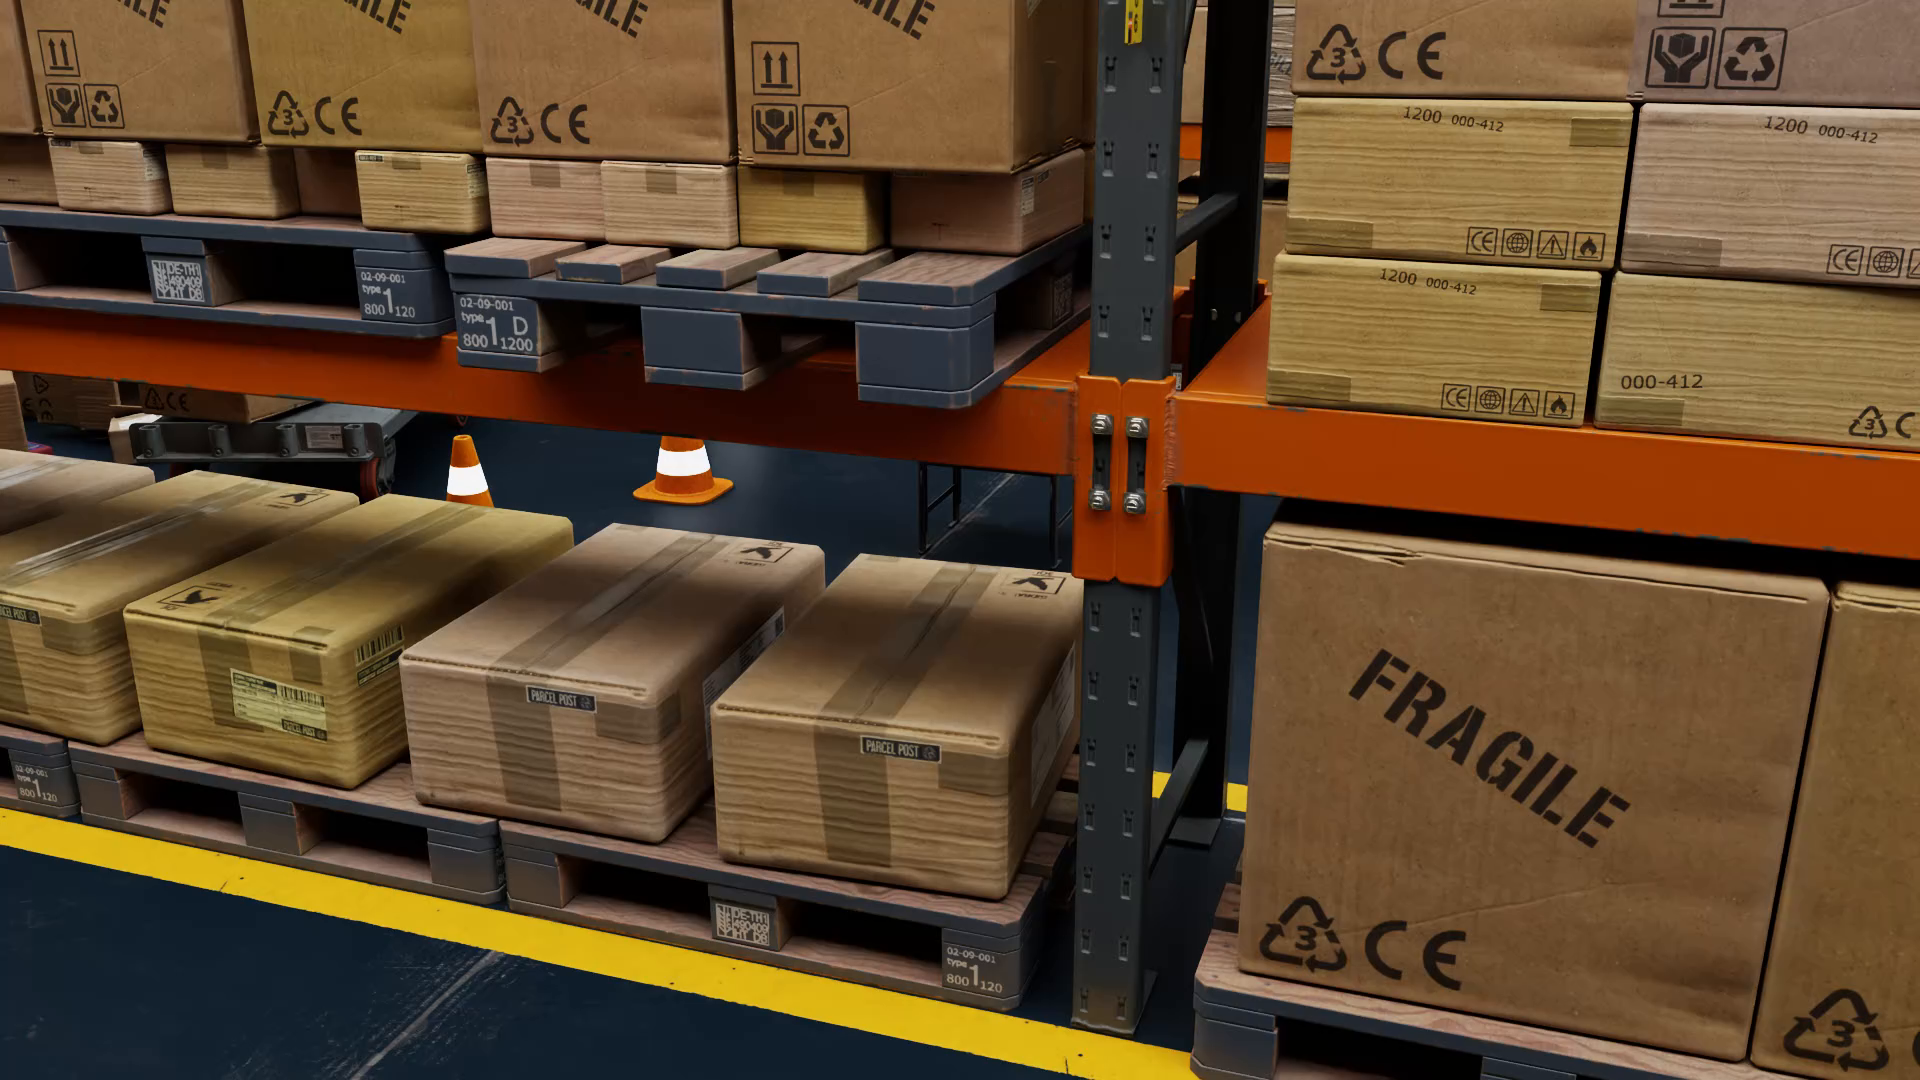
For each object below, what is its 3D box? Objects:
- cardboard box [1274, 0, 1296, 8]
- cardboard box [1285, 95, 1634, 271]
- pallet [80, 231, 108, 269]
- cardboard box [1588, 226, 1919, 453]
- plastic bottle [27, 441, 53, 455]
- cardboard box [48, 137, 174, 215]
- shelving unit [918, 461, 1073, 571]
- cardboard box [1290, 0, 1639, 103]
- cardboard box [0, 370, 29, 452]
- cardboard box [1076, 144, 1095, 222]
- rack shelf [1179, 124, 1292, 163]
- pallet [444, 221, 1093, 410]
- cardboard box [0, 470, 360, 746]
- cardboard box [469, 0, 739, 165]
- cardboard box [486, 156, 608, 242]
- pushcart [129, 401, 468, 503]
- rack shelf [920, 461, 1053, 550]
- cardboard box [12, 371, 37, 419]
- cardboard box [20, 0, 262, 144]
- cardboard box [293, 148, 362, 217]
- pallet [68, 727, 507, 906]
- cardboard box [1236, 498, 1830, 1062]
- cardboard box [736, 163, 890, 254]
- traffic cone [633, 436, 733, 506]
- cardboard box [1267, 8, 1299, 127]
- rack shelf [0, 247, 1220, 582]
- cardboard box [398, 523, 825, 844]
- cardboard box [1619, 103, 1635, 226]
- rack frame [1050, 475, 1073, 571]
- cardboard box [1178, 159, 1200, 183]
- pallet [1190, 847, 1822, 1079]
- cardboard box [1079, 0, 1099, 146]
[{"bbox_3d":[1.552,-2.719,7.647,0.500,0.500,0.700,6,20,18],"label":"cardboard box"},{"bbox_3d":[0.841,-0.631,2.799,0.500,0.250,0.500,6,20,18],"label":"cardboard box"},{"bbox_3d":[-2.661,-0.811,4.138,1.213,0.211,1.003,7,20,18],"label":"pallet"},{"bbox_3d":[1.314,-0.346,2.739,0.500,0.250,0.500,6,20,16],"label":"cardboard box"},{"bbox_3d":[-3.939,-0.365,7.030,0.283,0.061,0.133,10,22,27],"label":"plastic bottle"},{"bbox_3d":[-1.695,-0.802,3.564,0.250,0.149,0.380,7,21,20],"label":"cardboard box"},{"bbox_3d":[0.156,-0.974,5.679,0.503,2.100,0.431,7,20,18],"label":"shelving unit"},{"bbox_3d":[0.829,-0.988,2.682,0.500,0.500,0.500,6,20,16],"label":"cardboard box"},{"bbox_3d":[-3.901,-0.389,6.430,0.500,0.500,0.500,-11,22,-29],"label":"cardboard box"},{"bbox_3d":[0.197,-0.770,3.472,0.250,0.149,0.380,5,20,15],"label":"cardboard box"},{"bbox_3d":[0.083,-2.024,8.419,4.000,0.370,1.077,7,20,18],"label":"rack shelf"},{"bbox_3d":[-0.265,-0.551,3.391,1.003,0.211,1.213,7,20,18],"label":"pallet"},{"bbox_3d":[-2.159,0.145,4.457,0.625,0.372,0.950,8,21,21],"label":"cardboard box"},{"bbox_3d":[-0.569,-0.999,3.142,0.500,0.500,0.500,6,20,17],"label":"cardboard box"},{"bbox_3d":[-0.708,-0.689,3.239,0.250,0.149,0.380,6,20,15],"label":"cardboard box"},{"bbox_3d":[-2.634,-0.506,6.954,0.936,0.377,1.648,0,19,-1],"label":"pushcart"},{"bbox_3d":[0.156,-0.300,5.914,0.480,0.518,0.431,7,20,18],"label":"rack shelf"},{"bbox_3d":[-4.624,-0.880,7.838,0.637,0.503,0.797,-7,20,-20],"label":"cardboard box"},{"bbox_3d":[-1.562,-1.112,3.468,0.500,0.500,0.500,6,20,16],"label":"cardboard box"},{"bbox_3d":[-1.169,-0.781,3.502,0.250,0.149,0.380,7,20,18],"label":"cardboard box"},{"bbox_3d":[-1.443,0.502,4.316,1.213,0.211,1.003,7,20,18],"label":"pallet"},{"bbox_3d":[1.069,0.308,3.226,0.875,0.875,0.875,6,20,18],"label":"cardboard box"},{"bbox_3d":[-0.220,-0.646,3.116,0.250,0.149,0.380,7,20,19],"label":"cardboard box"},{"bbox_3d":[-1.102,-0.413,6.557,0.334,0.463,0.336,7,20,18],"label":"traffic cone"},{"bbox_3d":[1.459,-2.160,7.564,0.500,0.500,0.500,7,20,18],"label":"cardboard box"},{"bbox_3d":[-1.446,-0.474,3.972,4.000,0.370,1.077,7,20,18],"label":"rack shelf"},{"bbox_3d":[-0.787,0.304,4.003,0.625,0.372,0.950,6,20,17],"label":"cardboard box"},{"bbox_3d":[1.470,-0.735,3.097,0.500,0.250,0.500,6,20,17],"label":"cardboard box"},{"bbox_3d":[0.387,-0.947,5.604,0.015,2.100,0.400,7,20,18],"label":"rack frame"},{"bbox_3d":[1.990,-2.888,12.932,0.500,0.500,0.700,8,21,23],"label":"cardboard box"},{"bbox_3d":[1.163,0.828,3.381,1.213,0.211,1.003,7,20,18],"label":"pallet"},{"bbox_3d":[0.094,-1.104,3.445,0.500,0.500,0.500,6,20,17],"label":"cardboard box"}]
